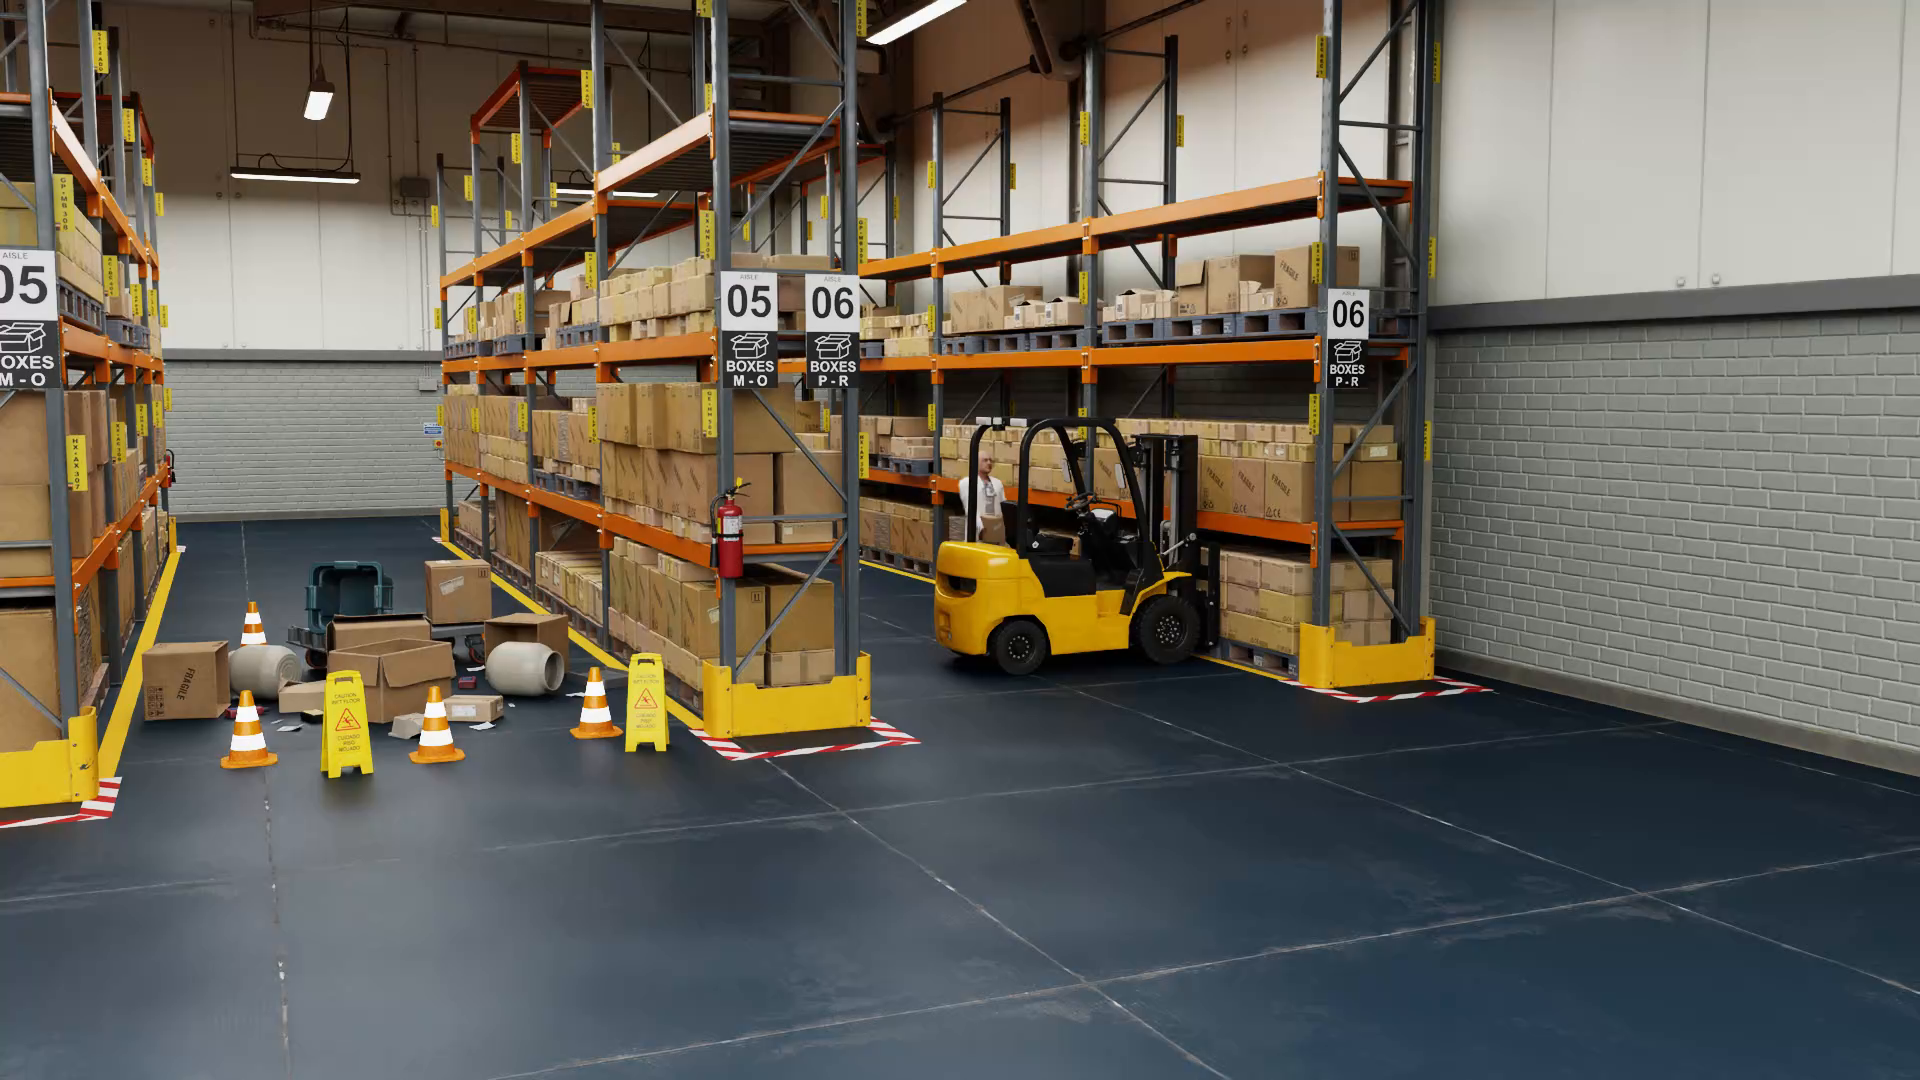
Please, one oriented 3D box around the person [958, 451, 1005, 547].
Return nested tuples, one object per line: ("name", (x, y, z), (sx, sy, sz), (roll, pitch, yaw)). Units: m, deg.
("person", (0.293, 0.002, 16.644), (0.543, 1.779, 0.550), (-4, 6, -36))
